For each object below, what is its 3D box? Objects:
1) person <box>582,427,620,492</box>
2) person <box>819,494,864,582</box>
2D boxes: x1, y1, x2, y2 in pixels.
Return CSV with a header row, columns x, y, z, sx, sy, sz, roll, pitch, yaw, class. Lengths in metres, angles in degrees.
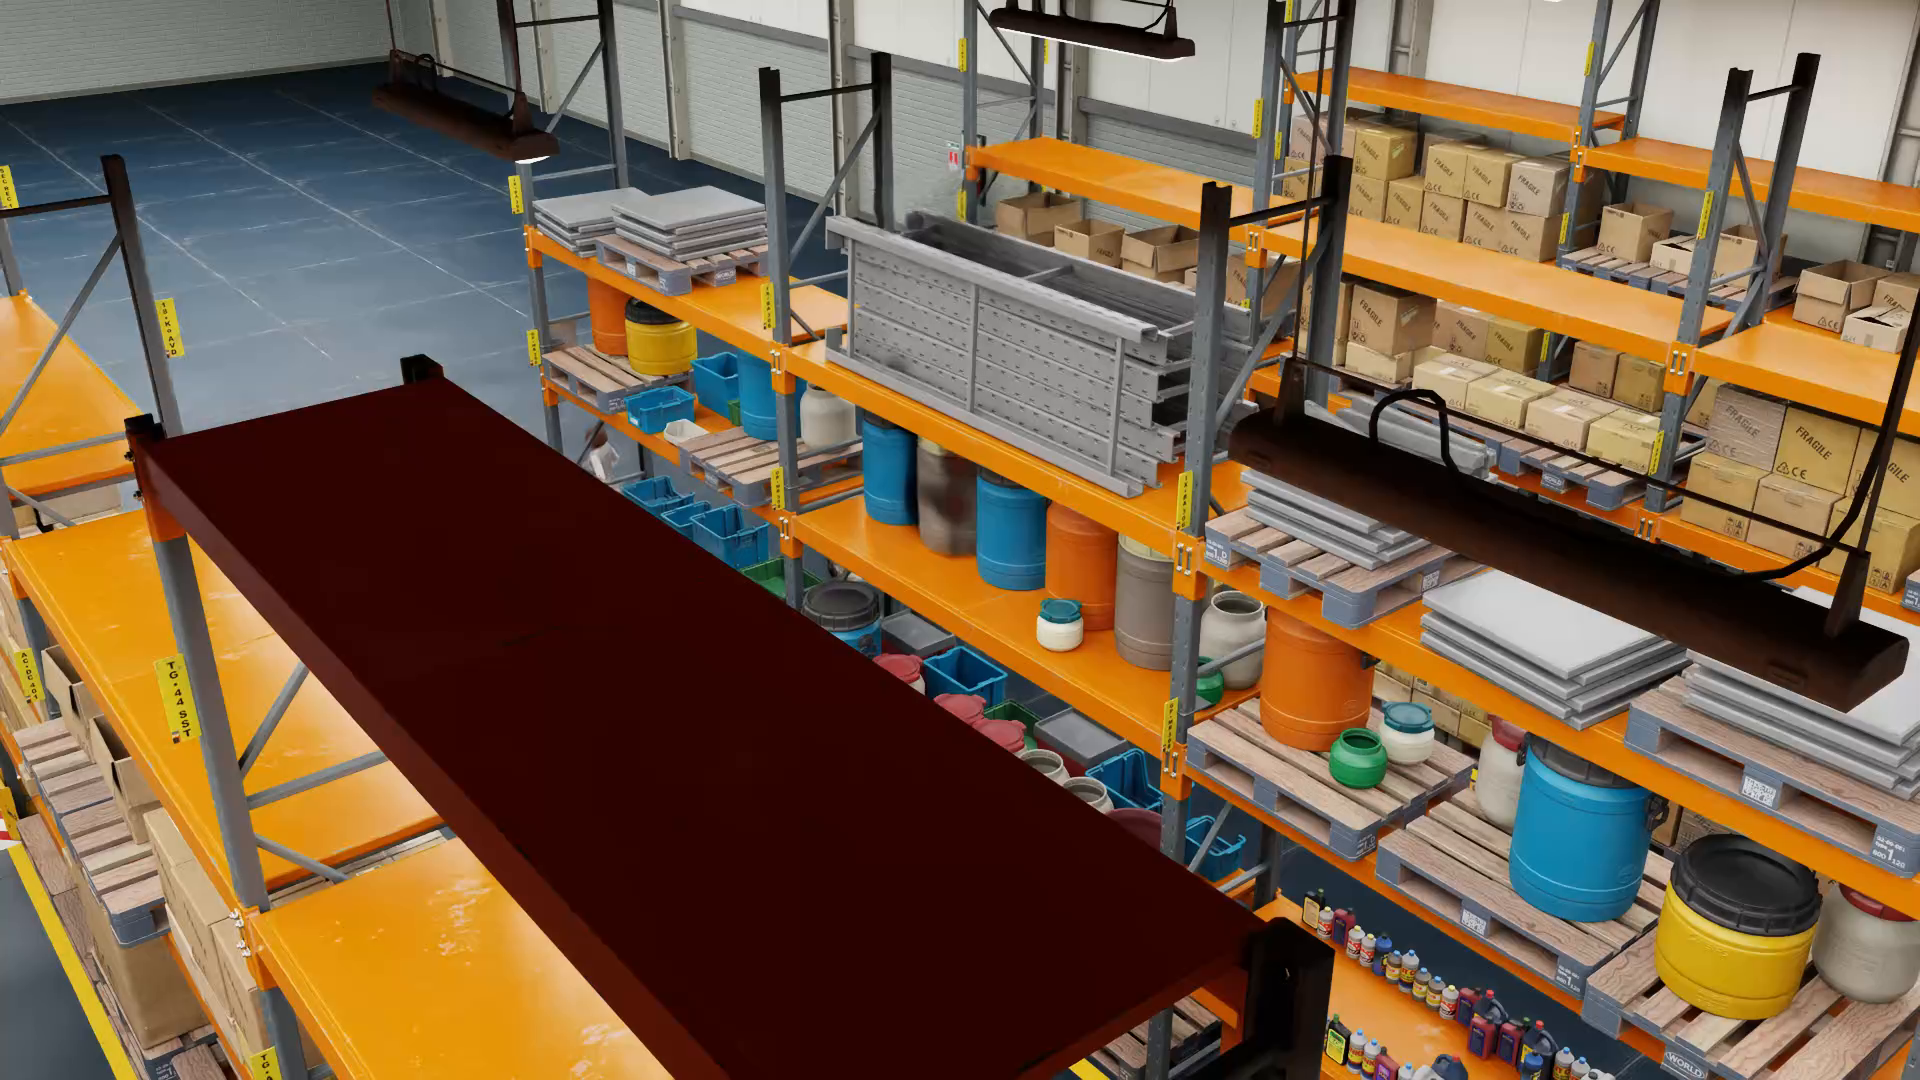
x,y,z,sx,sy,sz,roll,pitch,yaw,class
-3.750,-0.488,17.486,0.804,1.549,0.601,6,27,13,person
-1.088,0.253,15.723,0.653,1.773,0.652,18,31,33,person
